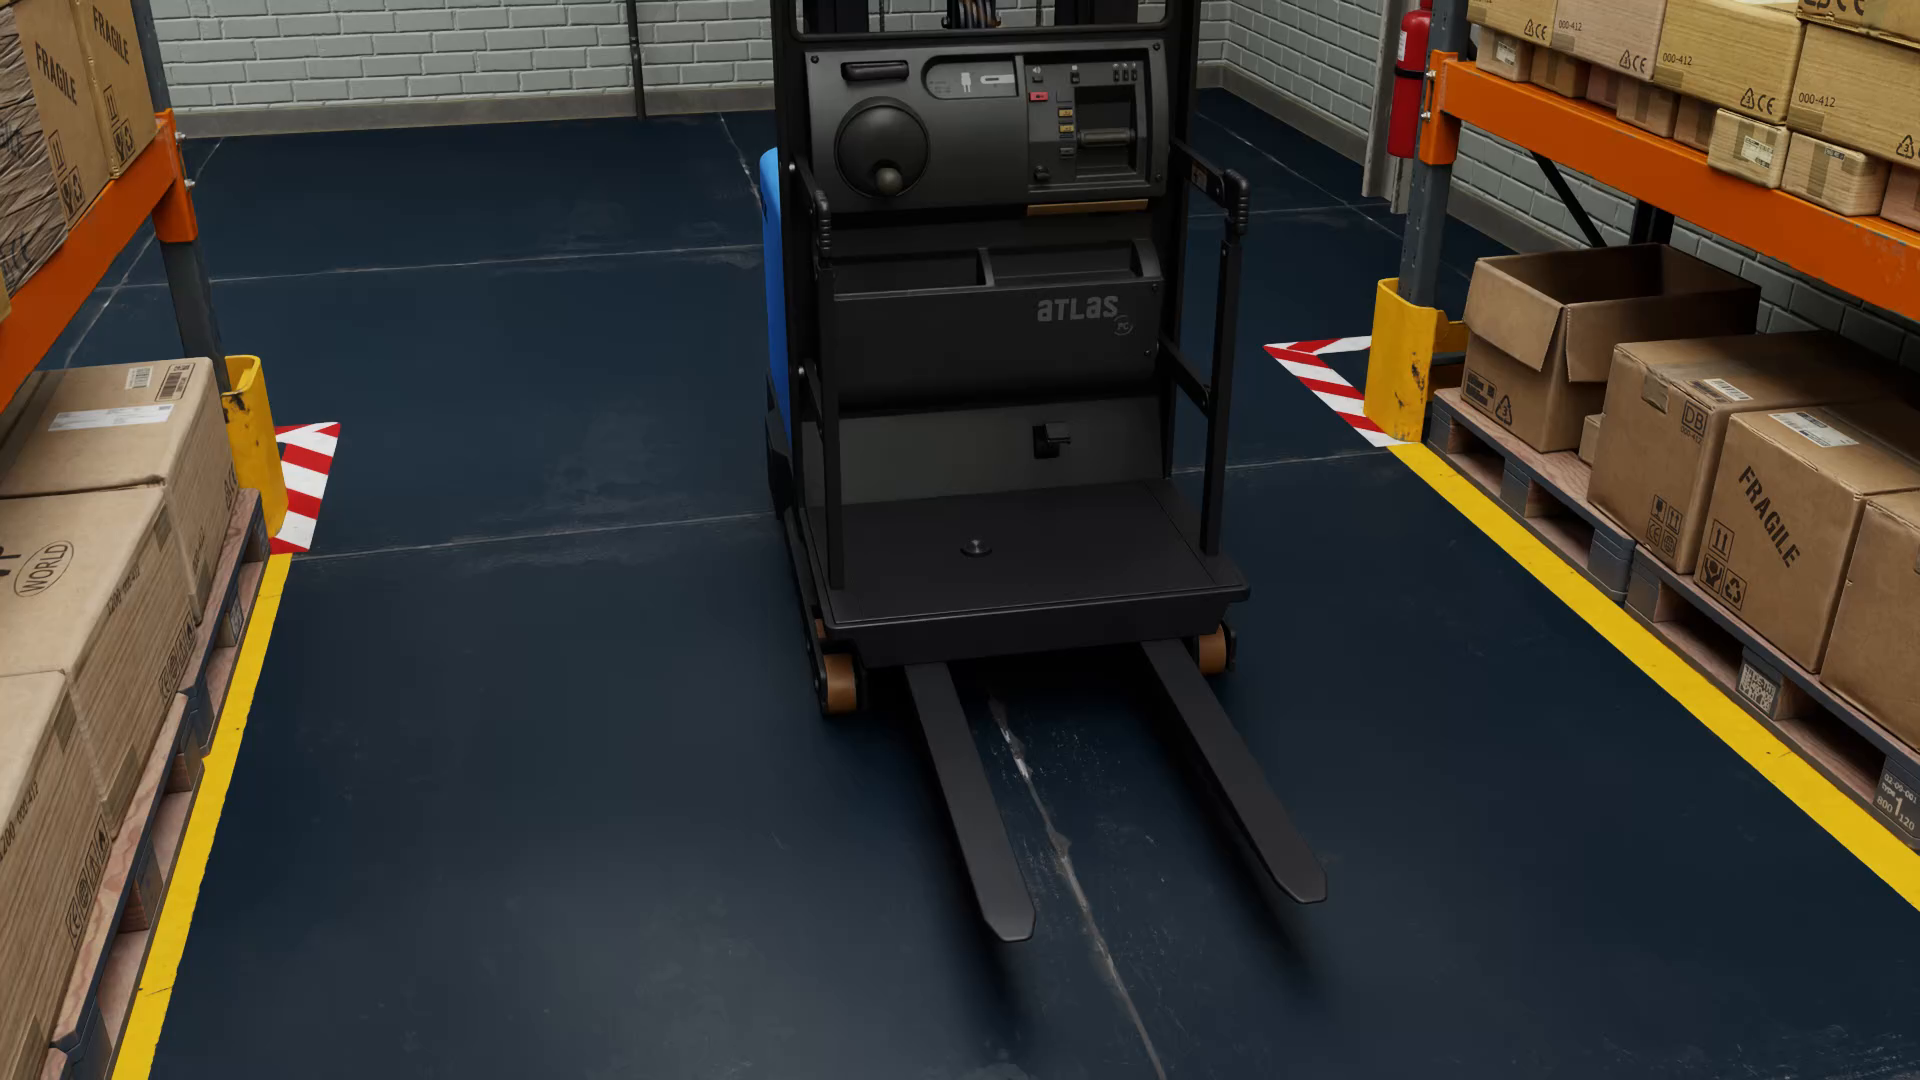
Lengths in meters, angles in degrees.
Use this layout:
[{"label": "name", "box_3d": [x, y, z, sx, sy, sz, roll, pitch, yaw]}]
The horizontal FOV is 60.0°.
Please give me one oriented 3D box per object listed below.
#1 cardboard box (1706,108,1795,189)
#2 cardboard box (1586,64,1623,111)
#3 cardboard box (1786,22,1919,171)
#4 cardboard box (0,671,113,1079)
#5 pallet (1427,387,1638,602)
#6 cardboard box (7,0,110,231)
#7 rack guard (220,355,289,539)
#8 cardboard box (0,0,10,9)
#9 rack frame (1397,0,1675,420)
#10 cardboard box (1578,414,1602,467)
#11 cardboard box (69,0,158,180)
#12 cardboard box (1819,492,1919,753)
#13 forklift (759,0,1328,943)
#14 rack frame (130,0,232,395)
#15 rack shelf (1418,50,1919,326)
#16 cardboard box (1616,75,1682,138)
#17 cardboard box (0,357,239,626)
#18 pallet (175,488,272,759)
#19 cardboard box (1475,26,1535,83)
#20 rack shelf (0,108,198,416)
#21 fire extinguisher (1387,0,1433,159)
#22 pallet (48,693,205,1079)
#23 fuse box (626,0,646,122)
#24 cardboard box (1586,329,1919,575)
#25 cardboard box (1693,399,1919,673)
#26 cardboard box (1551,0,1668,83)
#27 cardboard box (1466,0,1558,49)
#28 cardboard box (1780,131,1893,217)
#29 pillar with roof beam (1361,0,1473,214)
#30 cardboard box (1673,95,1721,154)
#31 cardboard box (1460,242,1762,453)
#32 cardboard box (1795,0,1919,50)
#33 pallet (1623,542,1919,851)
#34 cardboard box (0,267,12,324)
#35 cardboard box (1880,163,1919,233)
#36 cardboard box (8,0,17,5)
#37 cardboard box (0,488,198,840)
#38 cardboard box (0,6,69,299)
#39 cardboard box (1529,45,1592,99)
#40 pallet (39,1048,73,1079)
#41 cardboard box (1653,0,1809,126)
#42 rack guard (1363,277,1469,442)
[{"label": "cardboard box", "box_3d": [2.126, -0.995, 4.171, 0.380, 0.149, 0.250, -7, 28, -13]}, {"label": "cardboard box", "box_3d": [2.080, -1.347, 4.868, 0.380, 0.149, 0.250, -6, 27, -12]}, {"label": "cardboard box", "box_3d": [2.285, -1.023, 3.785, 0.500, 0.250, 0.500, -7, 28, -13]}, {"label": "cardboard box", "box_3d": [-2.095, 0.689, 2.934, 0.875, 0.438, 0.875, -7, 28, -13]}, {"label": "pallet", "box_3d": [2.275, -0.221, 5.455, 1.003, 0.211, 1.213, -6, 27, -12]}, {"label": "cardboard box", "box_3d": [-2.293, -0.982, 3.756, 0.500, 0.500, 0.500, -7, 28, -13]}, {"label": "rack guard", "box_3d": [-2.763, -0.239, 5.168, 1.175, 0.500, 0.348, -6, 27, -12]}, {"label": "cardboard box", "box_3d": [-2.162, -1.204, 3.085, 0.500, 0.500, 0.500, -6, 27, -12]}, {"label": "rack frame", "box_3d": [2.077, -1.850, 5.586, 1.000, 3.000, 0.127, -6, 27, -12]}, {"label": "cardboard box", "box_3d": [2.181, -0.296, 5.205, 0.380, 0.149, 0.250, -7, 28, -14]}, {"label": "cardboard box", "box_3d": [-2.391, -1.204, 4.195, 0.500, 0.500, 0.500, -6, 27, -11]}, {"label": "cardboard box", "box_3d": [2.512, 0.192, 3.849, 0.700, 0.500, 0.500, -7, 28, -14]}, {"label": "forklift", "box_3d": [0.120, -1.031, 4.040, 1.130, 2.935, 3.031, -5, 27, -10]}, {"label": "rack frame", "box_3d": [-2.758, -1.344, 4.584, 1.000, 3.000, 0.127, -6, 27, -12]}, {"label": "rack shelf", "box_3d": [2.528, -0.651, 4.008, 1.077, 0.370, 4.000, -6, 27, -12]}, {"label": "cardboard box", "box_3d": [2.077, -1.229, 4.636, 0.380, 0.149, 0.250, -5, 27, -10]}, {"label": "cardboard box", "box_3d": [-2.511, -0.108, 4.513, 0.875, 0.438, 0.875, -7, 28, -13]}, {"label": "pallet", "box_3d": [-2.501, 0.244, 4.533, 1.003, 0.211, 1.213, -6, 27, -12]}, {"label": "cardboard box", "box_3d": [1.884, -1.565, 5.301, 0.380, 0.149, 0.250, -6, 27, -12]}, {"label": "rack shelf", "box_3d": [-2.307, -0.145, 3.007, 1.077, 0.370, 4.000, -6, 27, -12]}, {"label": "fire extinguisher", "box_3d": [1.594, -1.666, 5.722, 0.296, 0.674, 0.183, -6, 27, -12]}, {"label": "pallet", "box_3d": [-2.230, 0.778, 3.474, 1.003, 0.211, 1.213, -6, 27, -12]}, {"label": "fuse box", "box_3d": [-1.972, -3.391, 10.070, 0.539, 1.711, 0.414, -6, 27, -12]}, {"label": "cardboard box", "box_3d": [2.278, -0.264, 4.752, 0.700, 0.500, 0.500, -5, 27, -9]}, {"label": "cardboard box", "box_3d": [2.299, -0.022, 4.272, 0.500, 0.500, 0.500, -5, 27, -11]}, {"label": "cardboard box", "box_3d": [2.031, -1.468, 4.665, 0.500, 0.250, 0.500, -6, 27, -11]}, {"label": "cardboard box", "box_3d": [1.917, -1.689, 5.104, 0.500, 0.250, 0.500, -6, 27, -11]}, {"label": "cardboard box", "box_3d": [2.205, -0.881, 3.946, 0.380, 0.149, 0.250, -5, 27, -10]}, {"label": "pillar with roof beam", "box_3d": [-1.846, -5.366, 5.894, 9.100, 9.000, 0.400, -6, 27, -12]}, {"label": "cardboard box", "box_3d": [2.142, -1.113, 4.406, 0.380, 0.149, 0.250, -6, 27, -11]}, {"label": "cardboard box", "box_3d": [2.123, -0.645, 5.503, 0.797, 0.503, 0.637, -7, 28, -14]}, {"label": "cardboard box", "box_3d": [2.256, -1.365, 3.630, 0.500, 0.500, 0.500, -5, 27, -10]}, {"label": "pallet", "box_3d": [2.547, 0.313, 4.396, 1.003, 0.211, 1.213, -6, 27, -12]}, {"label": "cardboard box", "box_3d": [-2.038, -0.532, 2.864, 0.500, 0.500, 0.500, -5, 27, -10]}, {"label": "cardboard box", "box_3d": [2.331, -0.775, 3.736, 0.380, 0.149, 0.250, -6, 27, -12]}, {"label": "cardboard box", "box_3d": [-2.271, -1.421, 3.516, 0.500, 0.500, 0.500, -6, 27, -11]}, {"label": "cardboard box", "box_3d": [-2.297, 0.293, 3.718, 0.875, 0.438, 0.875, -5, 27, -10]}, {"label": "cardboard box", "box_3d": [-2.167, -0.757, 3.310, 0.500, 0.500, 0.500, -5, 27, -10]}, {"label": "cardboard box", "box_3d": [1.987, -1.458, 5.089, 0.380, 0.149, 0.250, -5, 27, -10]}, {"label": "pallet", "box_3d": [-1.951, 1.315, 2.410, 1.003, 0.211, 1.213, -6, 27, -12]}, {"label": "cardboard box", "box_3d": [2.149, -1.246, 4.225, 0.500, 0.250, 0.500, -6, 27, -13]}, {"label": "rack guard", "box_3d": [2.095, -0.700, 6.083, 1.175, 0.500, 0.348, -6, 27, -12]}]
